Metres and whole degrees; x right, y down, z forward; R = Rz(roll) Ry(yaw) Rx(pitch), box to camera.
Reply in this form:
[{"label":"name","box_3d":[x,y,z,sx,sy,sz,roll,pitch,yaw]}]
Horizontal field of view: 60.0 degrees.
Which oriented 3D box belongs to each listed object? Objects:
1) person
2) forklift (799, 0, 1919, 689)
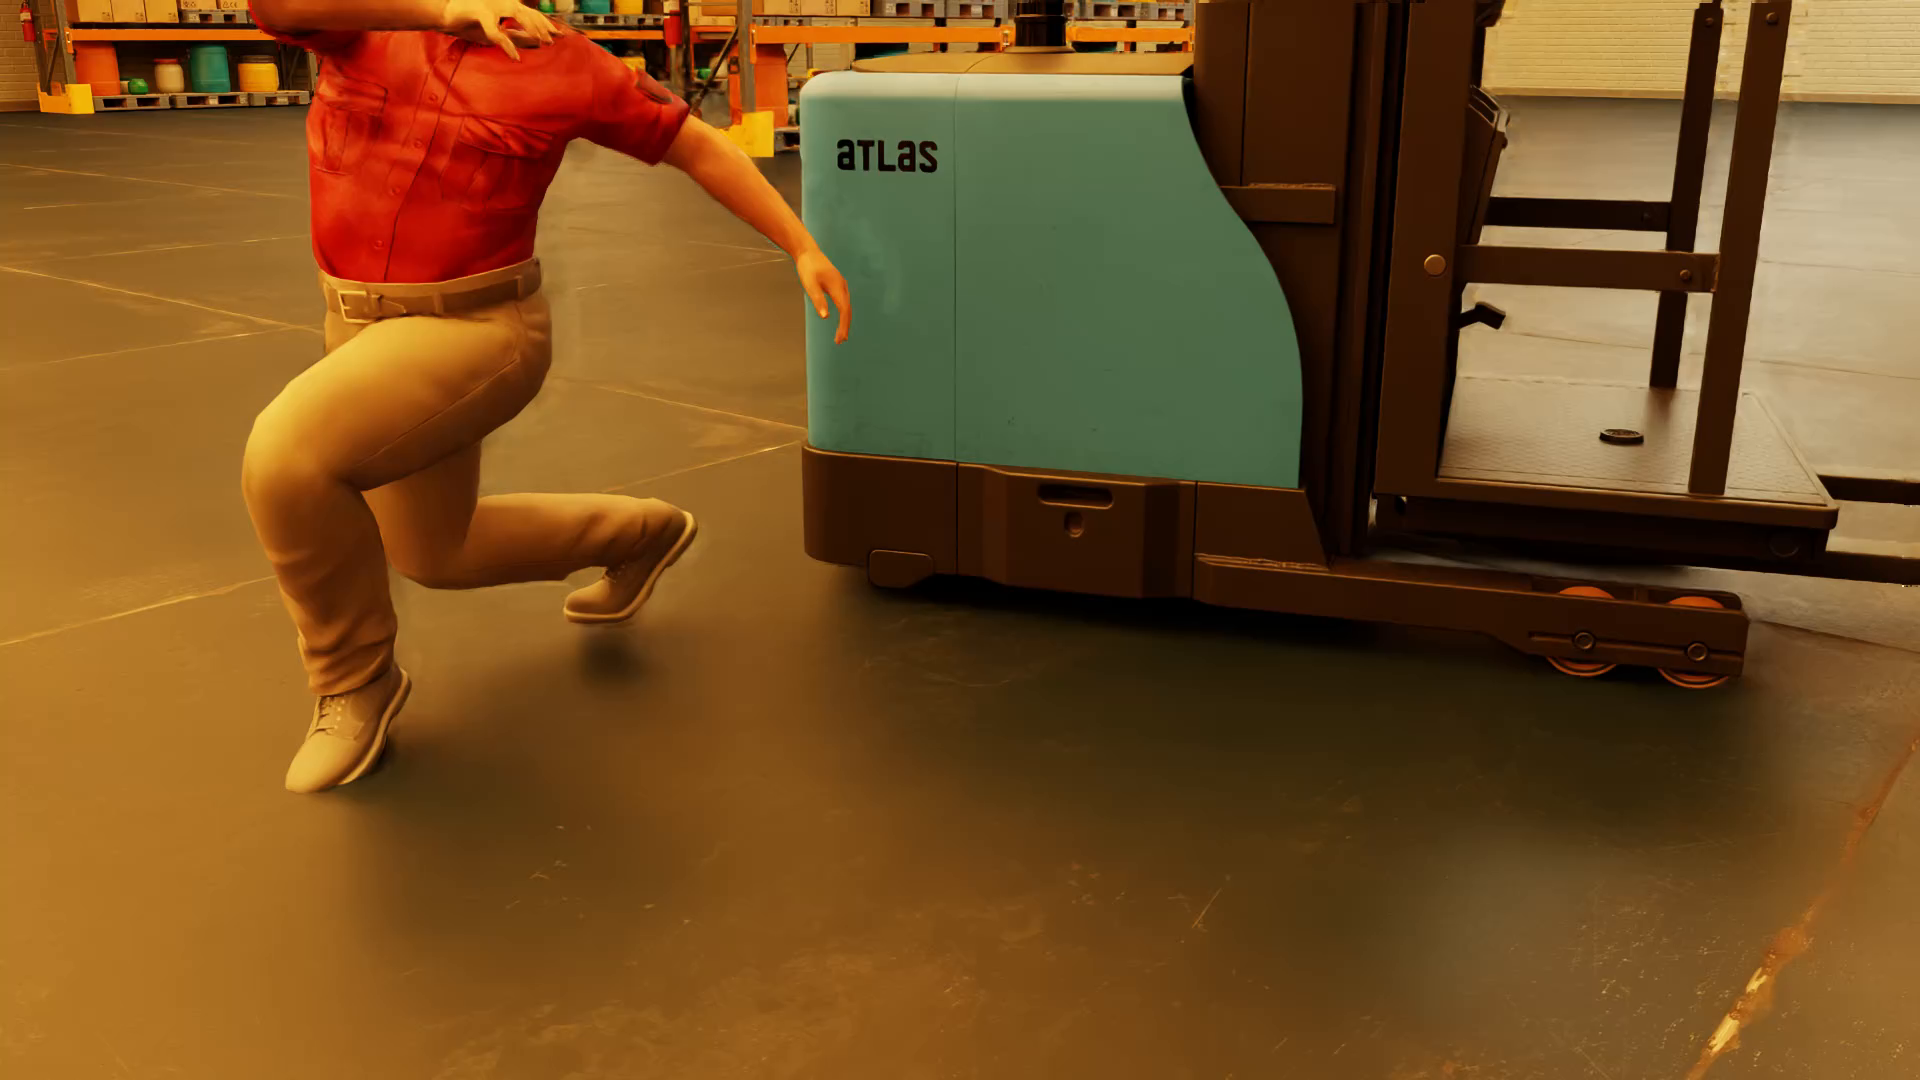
[{"label":"person","box_3d":[-0.707,-0.382,2.789,0.812,1.483,0.975,7,18,23]},{"label":"forklift","box_3d":[1.237,-1.303,3.189,3.031,2.935,1.130,5,18,17]}]
